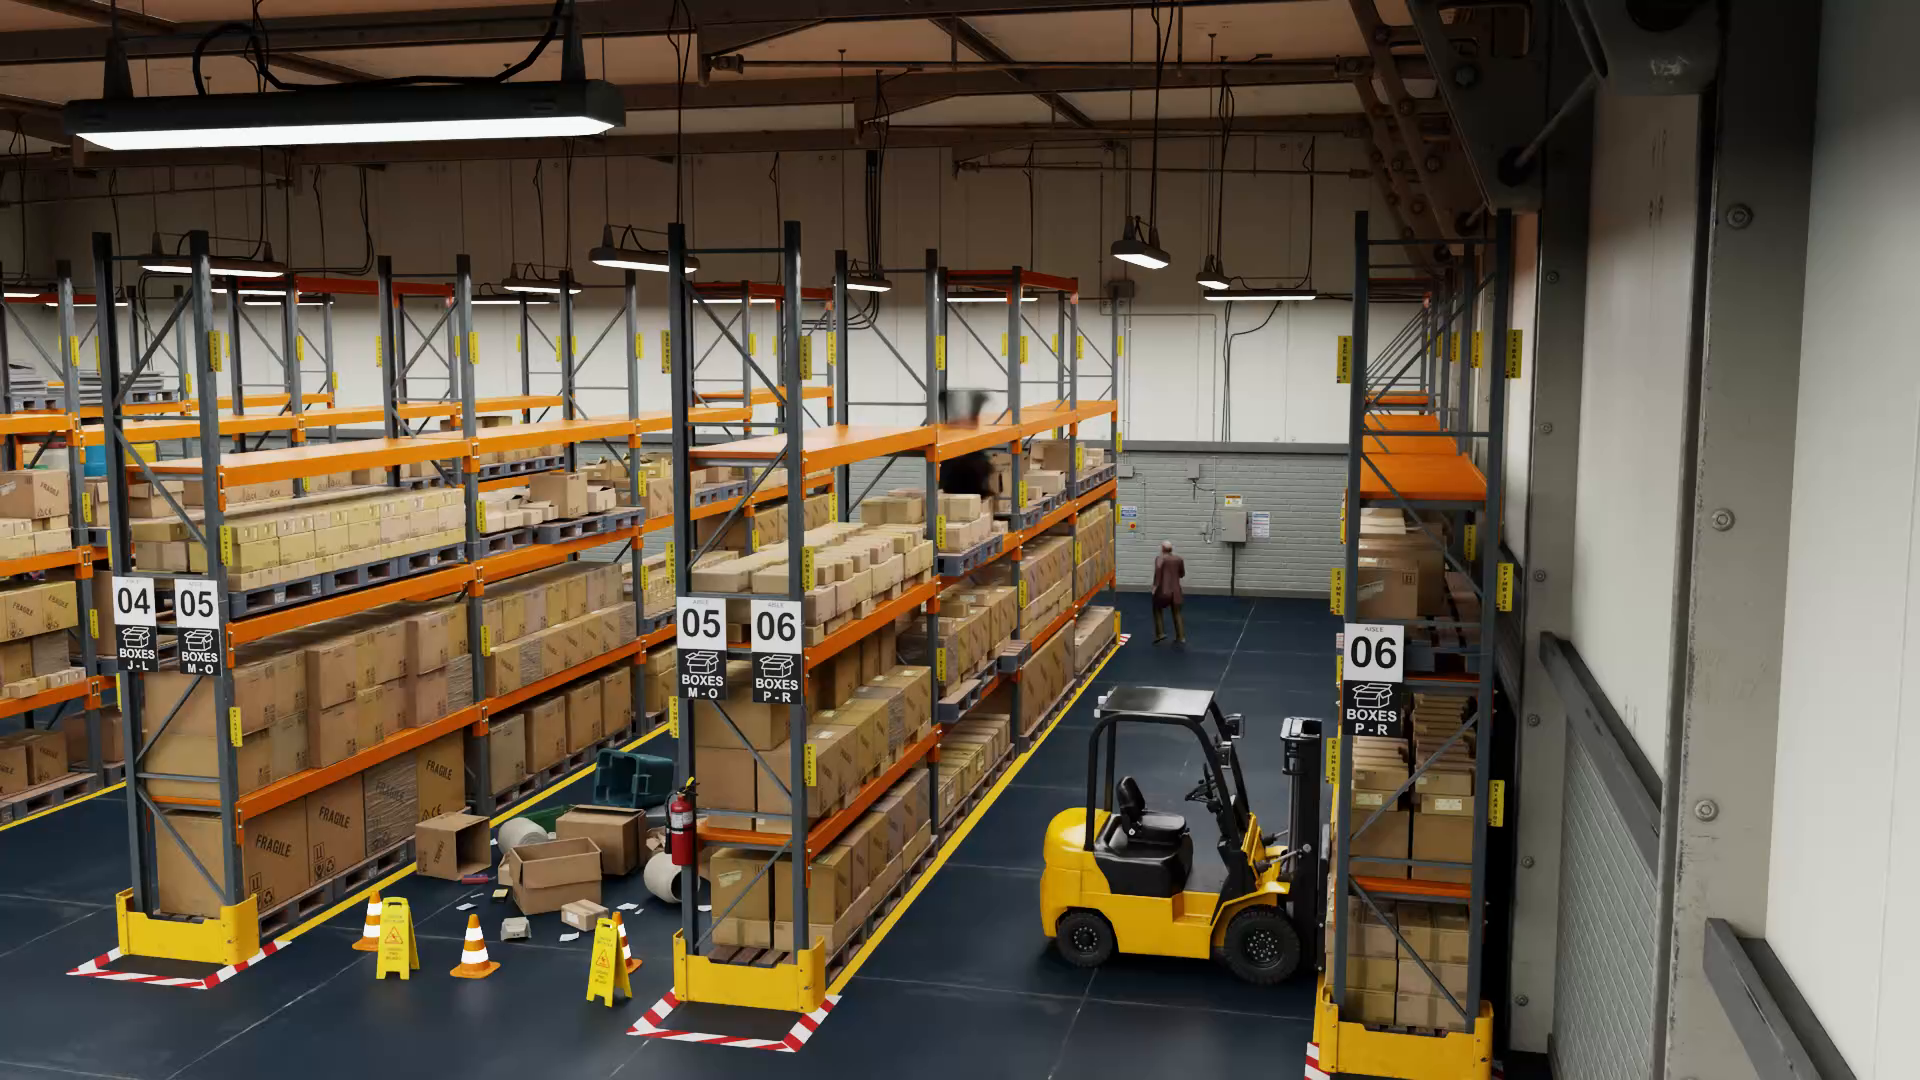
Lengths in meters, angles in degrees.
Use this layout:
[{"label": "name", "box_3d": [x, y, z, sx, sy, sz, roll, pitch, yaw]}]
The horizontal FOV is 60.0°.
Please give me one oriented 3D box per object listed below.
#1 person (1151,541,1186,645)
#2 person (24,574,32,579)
[{"label": "person", "box_3d": [3.507, 0.902, 27.898, 0.711, 1.750, 1.043, -2, 7, -16]}, {"label": "person", "box_3d": [-15.440, 1.087, 27.484, 0.529, 1.491, 0.699, 0, 7, 2]}]
